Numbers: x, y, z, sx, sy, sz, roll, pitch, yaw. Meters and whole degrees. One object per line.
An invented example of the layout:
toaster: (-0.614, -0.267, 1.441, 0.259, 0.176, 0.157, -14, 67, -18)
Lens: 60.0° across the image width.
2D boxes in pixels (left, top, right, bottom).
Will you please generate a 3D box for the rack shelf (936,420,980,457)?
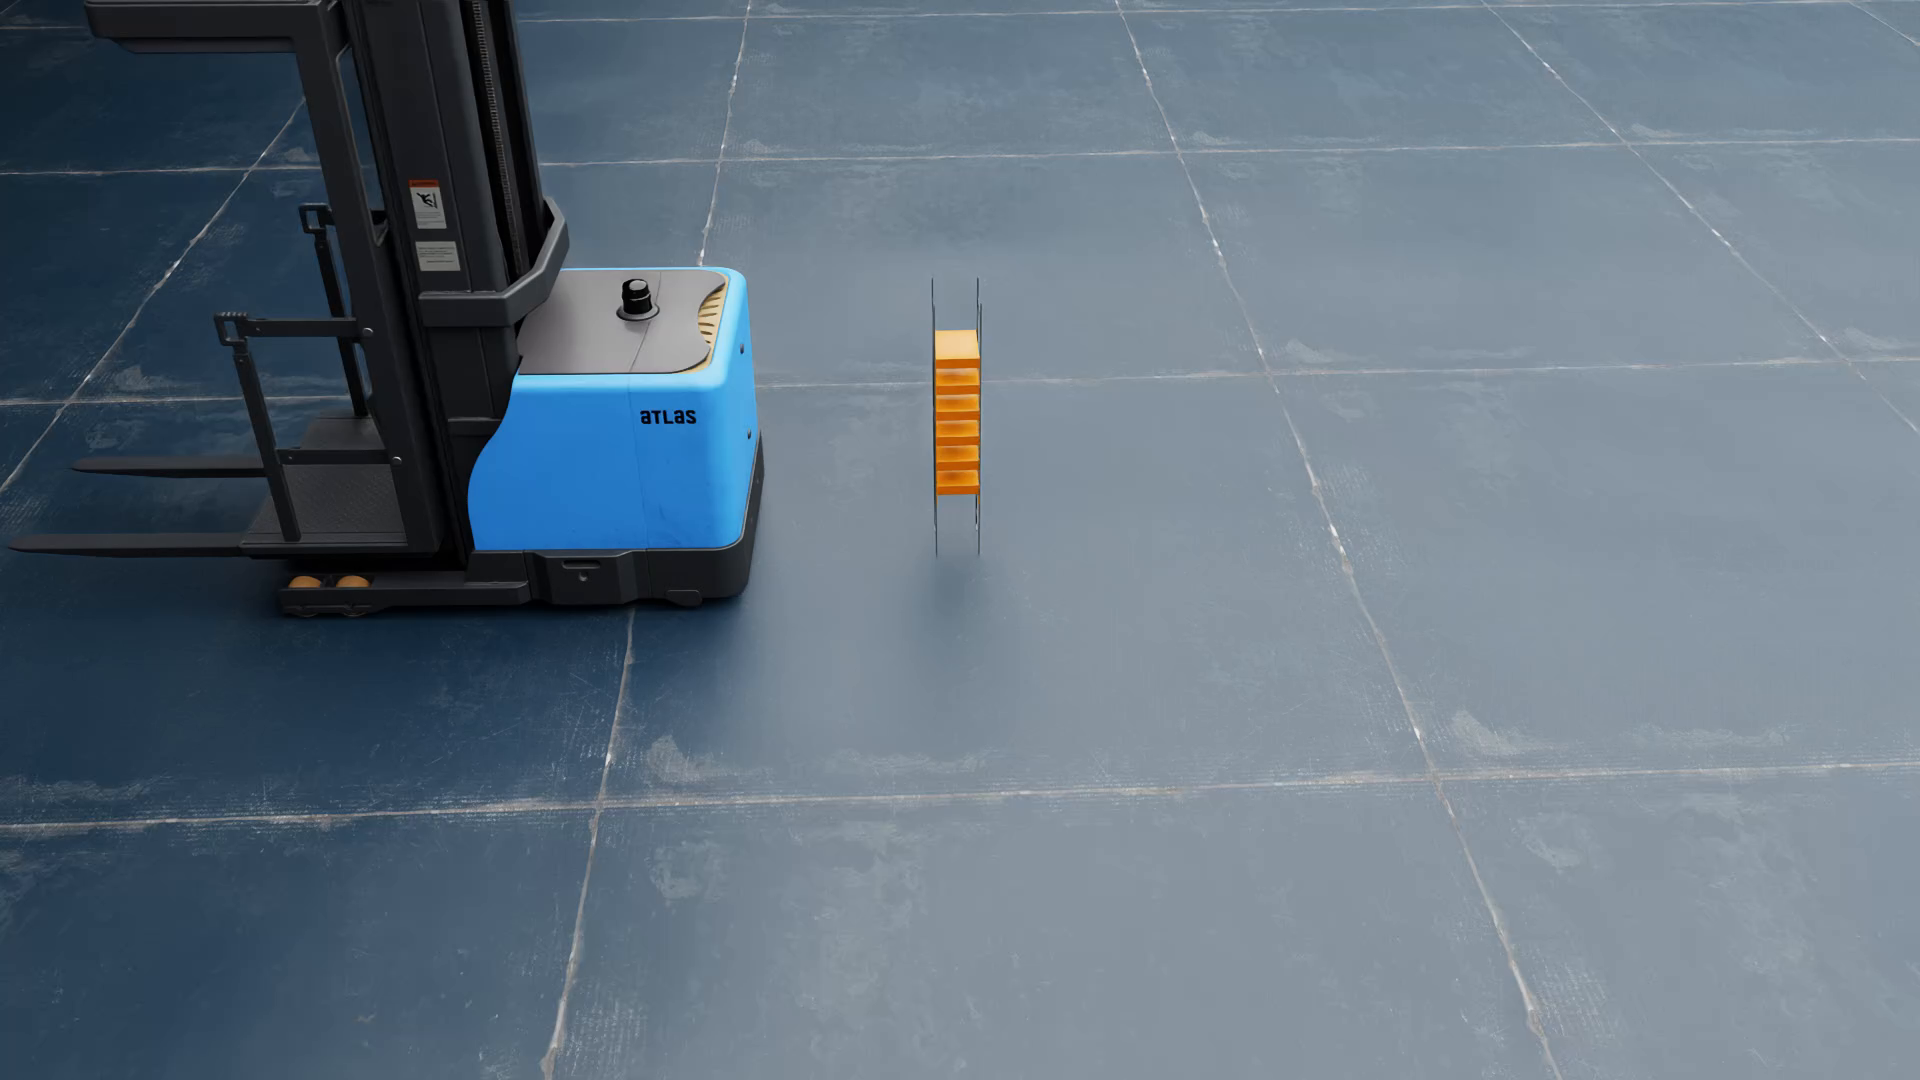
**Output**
rack shelf: (-0.014, -0.456, 6.933, 0.180, 0.103, 0.258, -2, 35, -2)

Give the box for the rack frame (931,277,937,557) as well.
rack frame: (-0.106, -0.491, 6.904, 0.006, 1.200, 0.240, -2, 35, -2)

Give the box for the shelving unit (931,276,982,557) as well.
shelving unit: (-0.014, -0.493, 6.908, 0.189, 1.200, 0.258, -2, 35, -2)

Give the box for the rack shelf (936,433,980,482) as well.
rack shelf: (-0.014, -0.358, 7.002, 0.180, 0.103, 0.258, -2, 35, -2)

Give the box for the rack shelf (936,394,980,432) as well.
rack shelf: (-0.014, -0.555, 6.865, 0.180, 0.103, 0.258, -2, 35, -2)

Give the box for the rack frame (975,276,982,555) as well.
rack frame: (0.077, -0.495, 6.912, 0.006, 1.200, 0.240, -2, 35, -2)

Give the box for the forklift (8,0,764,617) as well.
forklift: (-2.397, -1.195, 6.401, 3.031, 2.935, 1.130, -1, 35, -1)

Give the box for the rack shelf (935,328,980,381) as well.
rack shelf: (-0.014, -0.752, 6.728, 0.180, 0.103, 0.258, -2, 35, -2)

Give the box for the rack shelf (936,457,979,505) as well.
rack shelf: (-0.014, -0.259, 7.070, 0.180, 0.103, 0.258, -2, 35, -2)

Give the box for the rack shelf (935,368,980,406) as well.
rack shelf: (-0.014, -0.654, 6.797, 0.180, 0.103, 0.258, -2, 35, -2)
